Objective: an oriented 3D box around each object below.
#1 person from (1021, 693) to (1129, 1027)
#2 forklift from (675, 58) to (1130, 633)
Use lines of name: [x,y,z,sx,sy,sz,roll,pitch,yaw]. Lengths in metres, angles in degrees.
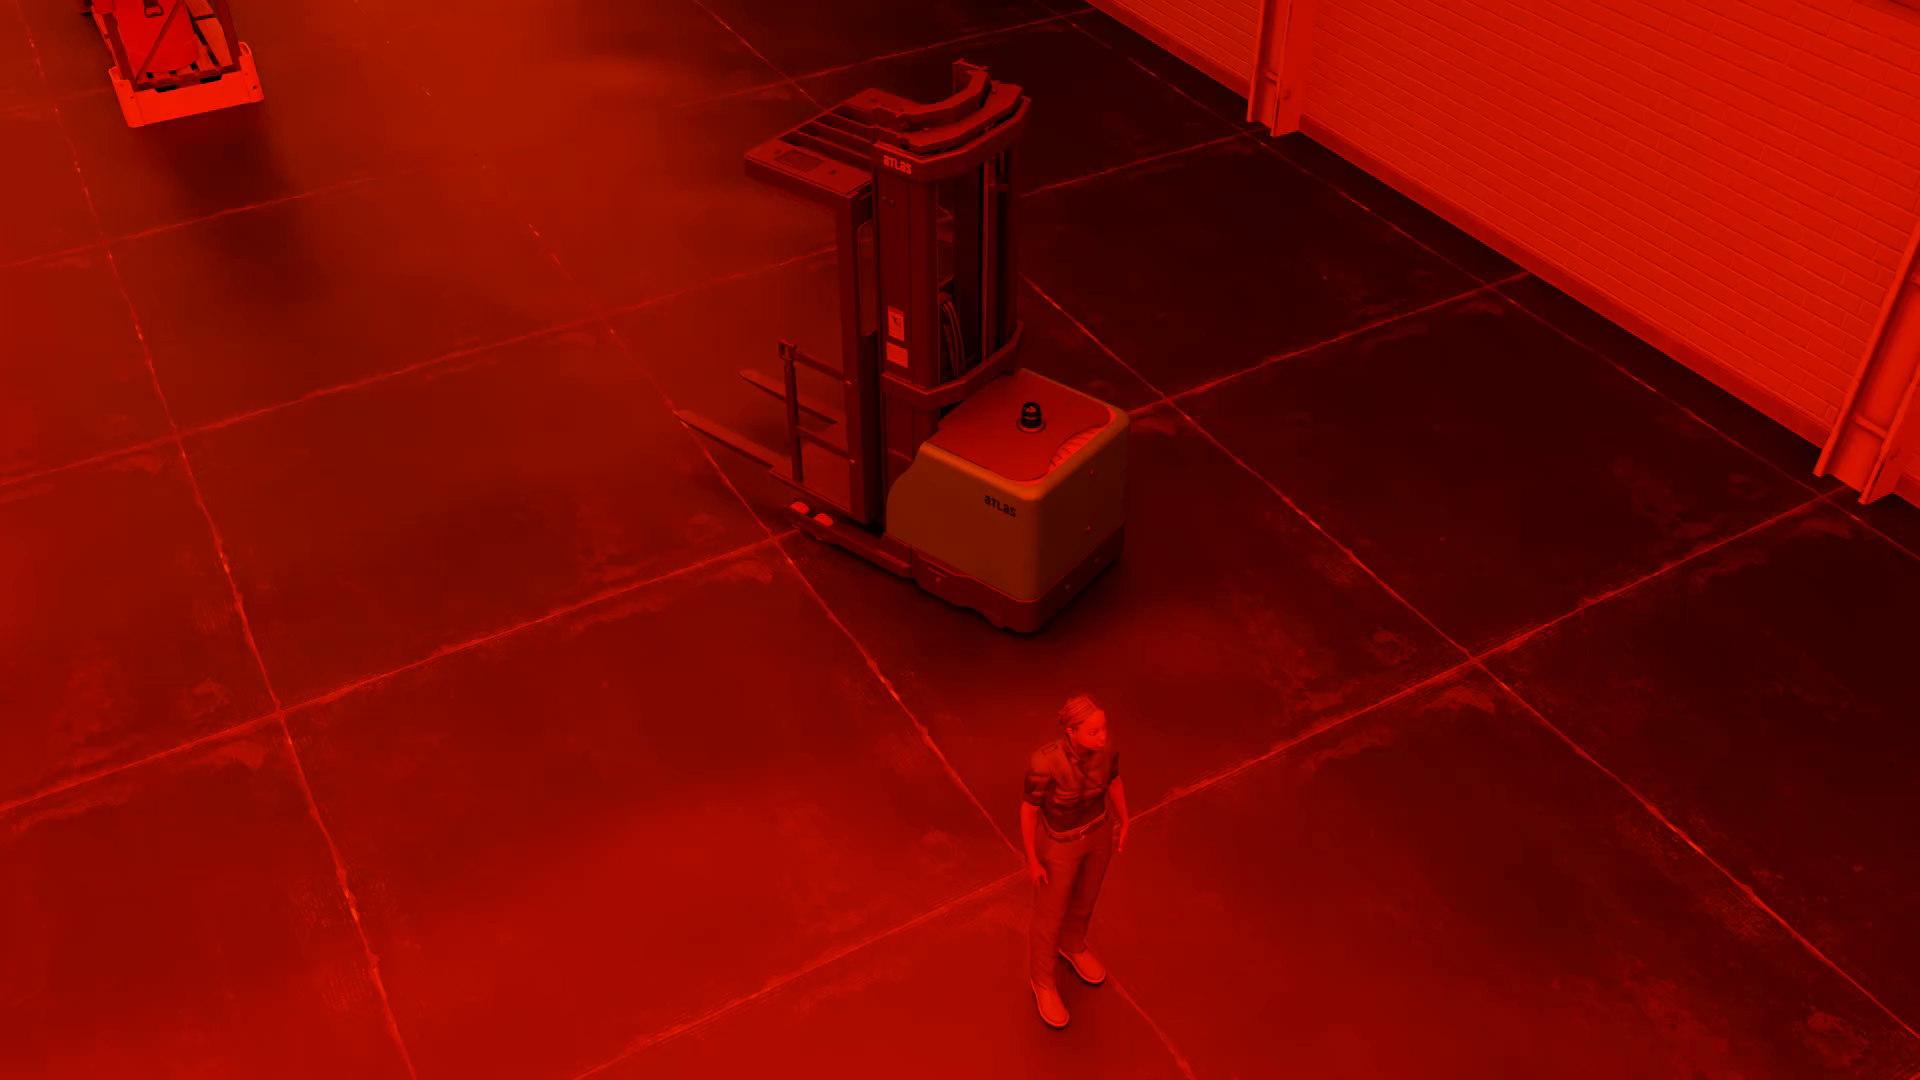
person: [0.538,1.388,7.351,0.569,1.654,0.504,-21,44,-24]
forklift: [-0.481,-1.366,9.683,3.031,2.935,1.130,26,46,28]
